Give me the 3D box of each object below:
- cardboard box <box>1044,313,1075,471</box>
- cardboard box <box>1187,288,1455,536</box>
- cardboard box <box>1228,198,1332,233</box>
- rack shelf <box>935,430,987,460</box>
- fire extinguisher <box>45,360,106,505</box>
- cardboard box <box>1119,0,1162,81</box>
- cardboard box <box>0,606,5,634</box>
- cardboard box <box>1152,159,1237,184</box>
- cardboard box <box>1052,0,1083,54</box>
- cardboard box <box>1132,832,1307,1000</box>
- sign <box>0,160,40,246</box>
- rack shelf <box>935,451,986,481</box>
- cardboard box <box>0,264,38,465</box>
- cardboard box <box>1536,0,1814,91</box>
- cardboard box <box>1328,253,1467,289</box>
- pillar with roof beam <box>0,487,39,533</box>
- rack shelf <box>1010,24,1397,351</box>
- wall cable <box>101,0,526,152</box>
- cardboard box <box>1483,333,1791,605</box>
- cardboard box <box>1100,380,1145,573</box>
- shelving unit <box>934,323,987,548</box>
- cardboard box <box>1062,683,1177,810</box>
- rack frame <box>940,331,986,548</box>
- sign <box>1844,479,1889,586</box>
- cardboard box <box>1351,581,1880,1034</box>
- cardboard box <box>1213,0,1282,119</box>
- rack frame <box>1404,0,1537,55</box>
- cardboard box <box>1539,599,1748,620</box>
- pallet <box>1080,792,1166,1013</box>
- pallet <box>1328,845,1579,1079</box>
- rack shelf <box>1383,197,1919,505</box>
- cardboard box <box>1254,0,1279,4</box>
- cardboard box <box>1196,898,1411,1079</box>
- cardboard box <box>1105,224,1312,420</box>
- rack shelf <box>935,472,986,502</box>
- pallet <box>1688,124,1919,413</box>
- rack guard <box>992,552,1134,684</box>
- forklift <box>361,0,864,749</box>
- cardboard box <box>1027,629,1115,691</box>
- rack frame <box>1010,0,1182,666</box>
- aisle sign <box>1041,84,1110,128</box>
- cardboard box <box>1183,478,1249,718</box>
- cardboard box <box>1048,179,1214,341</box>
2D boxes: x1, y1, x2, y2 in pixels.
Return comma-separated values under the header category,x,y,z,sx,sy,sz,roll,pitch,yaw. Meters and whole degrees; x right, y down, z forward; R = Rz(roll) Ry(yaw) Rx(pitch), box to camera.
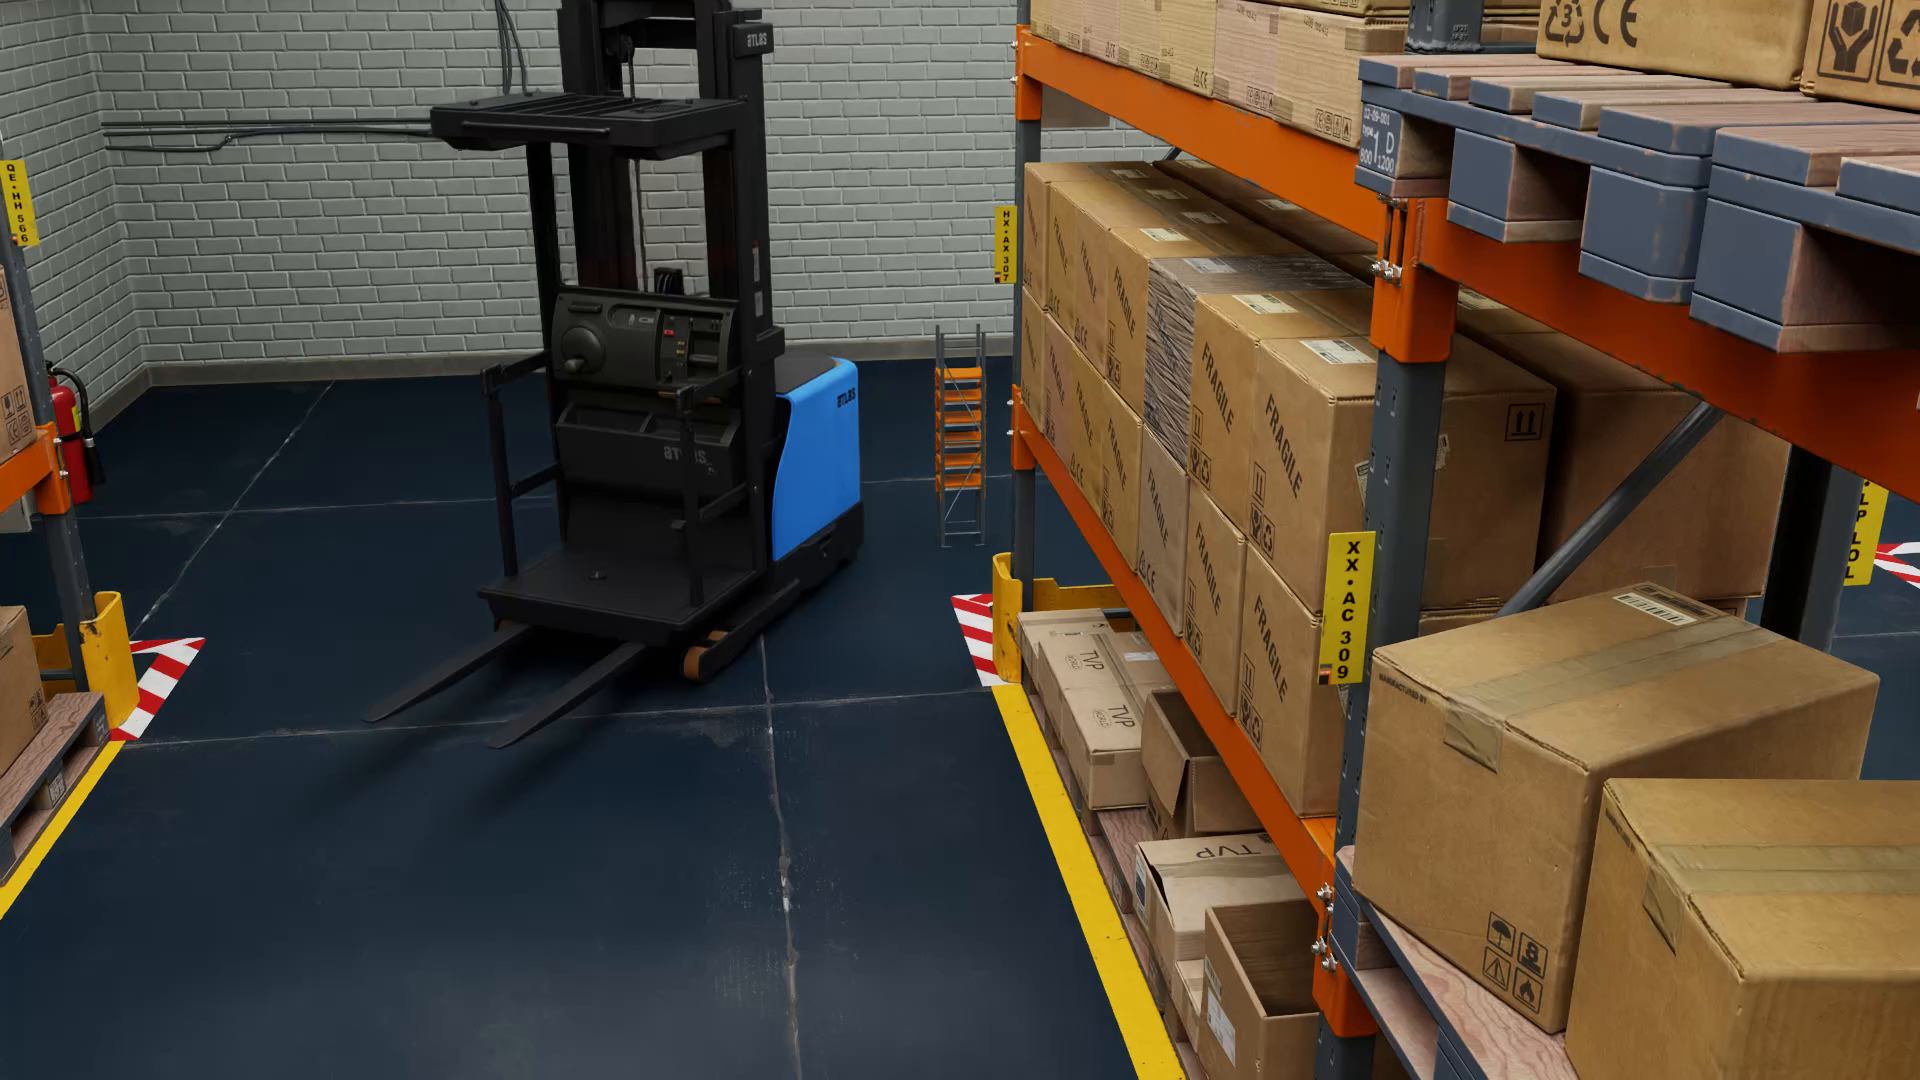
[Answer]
category,x,y,z,sx,sy,sz,roll,pitch,yaw
cardboard box,0.617,-0.573,6.319,0.500,0.500,0.500,-3,21,-8
cardboard box,0.905,-0.341,4.269,0.500,0.500,0.500,-3,21,-9
cardboard box,1.223,-0.892,5.745,0.500,0.500,0.500,-2,21,-6
rack shelf,0.002,-0.515,9.008,0.258,0.103,0.180,-3,21,-8
fire extinguisher,-3.732,-0.485,6.870,0.296,0.674,0.183,-3,21,-8
cardboard box,0.768,-1.496,4.861,0.500,0.250,0.500,-3,21,-8
cardboard box,-3.769,0.323,6.109,0.380,0.149,0.250,-3,21,-8
cardboard box,1.070,-1.246,6.693,0.500,0.500,0.500,-3,21,-8
cardboard box,0.616,-1.842,5.787,0.500,0.250,0.500,-3,21,-8
cardboard box,0.840,1.125,5.132,0.500,0.311,0.500,-3,21,-8
sign,-3.628,-1.296,6.405,0.100,0.325,0.005,-3,21,-8
rack shelf,0.002,-0.403,9.050,0.258,0.103,0.180,-3,21,-8
cardboard box,-4.084,-0.584,6.065,0.980,0.700,0.700,-2,21,-5
cardboard box,1.310,-1.004,2.443,0.600,0.600,0.600,-5,21,-13
cardboard box,1.373,-0.535,4.790,0.500,0.500,0.500,-4,21,-9
pillar with roof beam,-1.152,-4.539,8.507,9.100,9.000,0.400,-3,21,-8
rack shelf,1.022,-1.247,5.008,1.077,0.370,4.000,-3,21,-8
wall cable,-4.629,-3.952,11.374,3.097,2.526,0.112,-3,21,-8
cardboard box,1.521,-0.179,3.836,0.500,0.500,0.500,-2,21,-6
cardboard box,0.757,-0.226,5.390,0.500,0.500,0.500,-3,21,-7
shelving unit,0.002,-0.557,8.993,0.258,1.200,0.189,-3,21,-8
cardboard box,0.676,0.760,6.196,0.500,0.250,0.500,-3,21,-8
rack frame,0.015,-0.525,8.908,0.240,1.200,0.006,-3,21,-8
sign,1.859,-0.058,3.429,0.100,0.325,0.005,-3,21,-8
cardboard box,1.158,0.446,2.993,0.700,0.500,0.500,-10,23,-26
cardboard box,0.916,-1.150,3.934,0.500,0.250,0.500,-3,21,-8
rack frame,1.311,-2.297,2.504,1.000,3.000,0.127,-3,21,-8
cardboard box,1.507,0.277,4.045,0.500,0.500,0.500,-2,21,-6
pallet,1.034,1.159,5.811,1.003,0.211,1.213,-3,21,-8
pallet,1.318,0.886,2.831,1.003,0.211,1.213,-3,21,-8
rack shelf,1.599,0.138,1.300,1.077,0.370,4.000,-3,21,-8
cardboard box,0.903,-1.383,3.845,0.500,0.250,0.500,-3,21,-8
cardboard box,0.948,1.296,4.404,0.500,0.500,0.500,-3,21,-8
cardboard box,0.761,-0.689,5.203,0.500,0.500,0.500,-3,21,-8
rack shelf,0.002,-0.291,9.092,0.258,0.103,0.180,-3,21,-8
pallet,1.488,-0.215,1.486,1.213,0.211,1.003,-3,21,-8
rack guard,0.745,0.326,7.628,1.175,0.500,0.348,-3,21,-8
forklift,-1.533,-0.894,7.422,1.130,2.935,3.031,8,22,20
cardboard box,0.490,0.499,7.014,0.380,0.166,0.250,-3,21,-8
rack frame,0.734,-0.871,7.261,1.000,3.000,0.127,-3,21,-8
aisle sign,0.434,-2.098,6.830,0.394,0.787,0.004,-3,21,-8
cardboard box,0.909,0.128,4.442,0.500,0.500,0.500,-2,21,-6
cardboard box,0.620,-1.039,6.138,0.500,0.500,0.500,-3,21,-7
